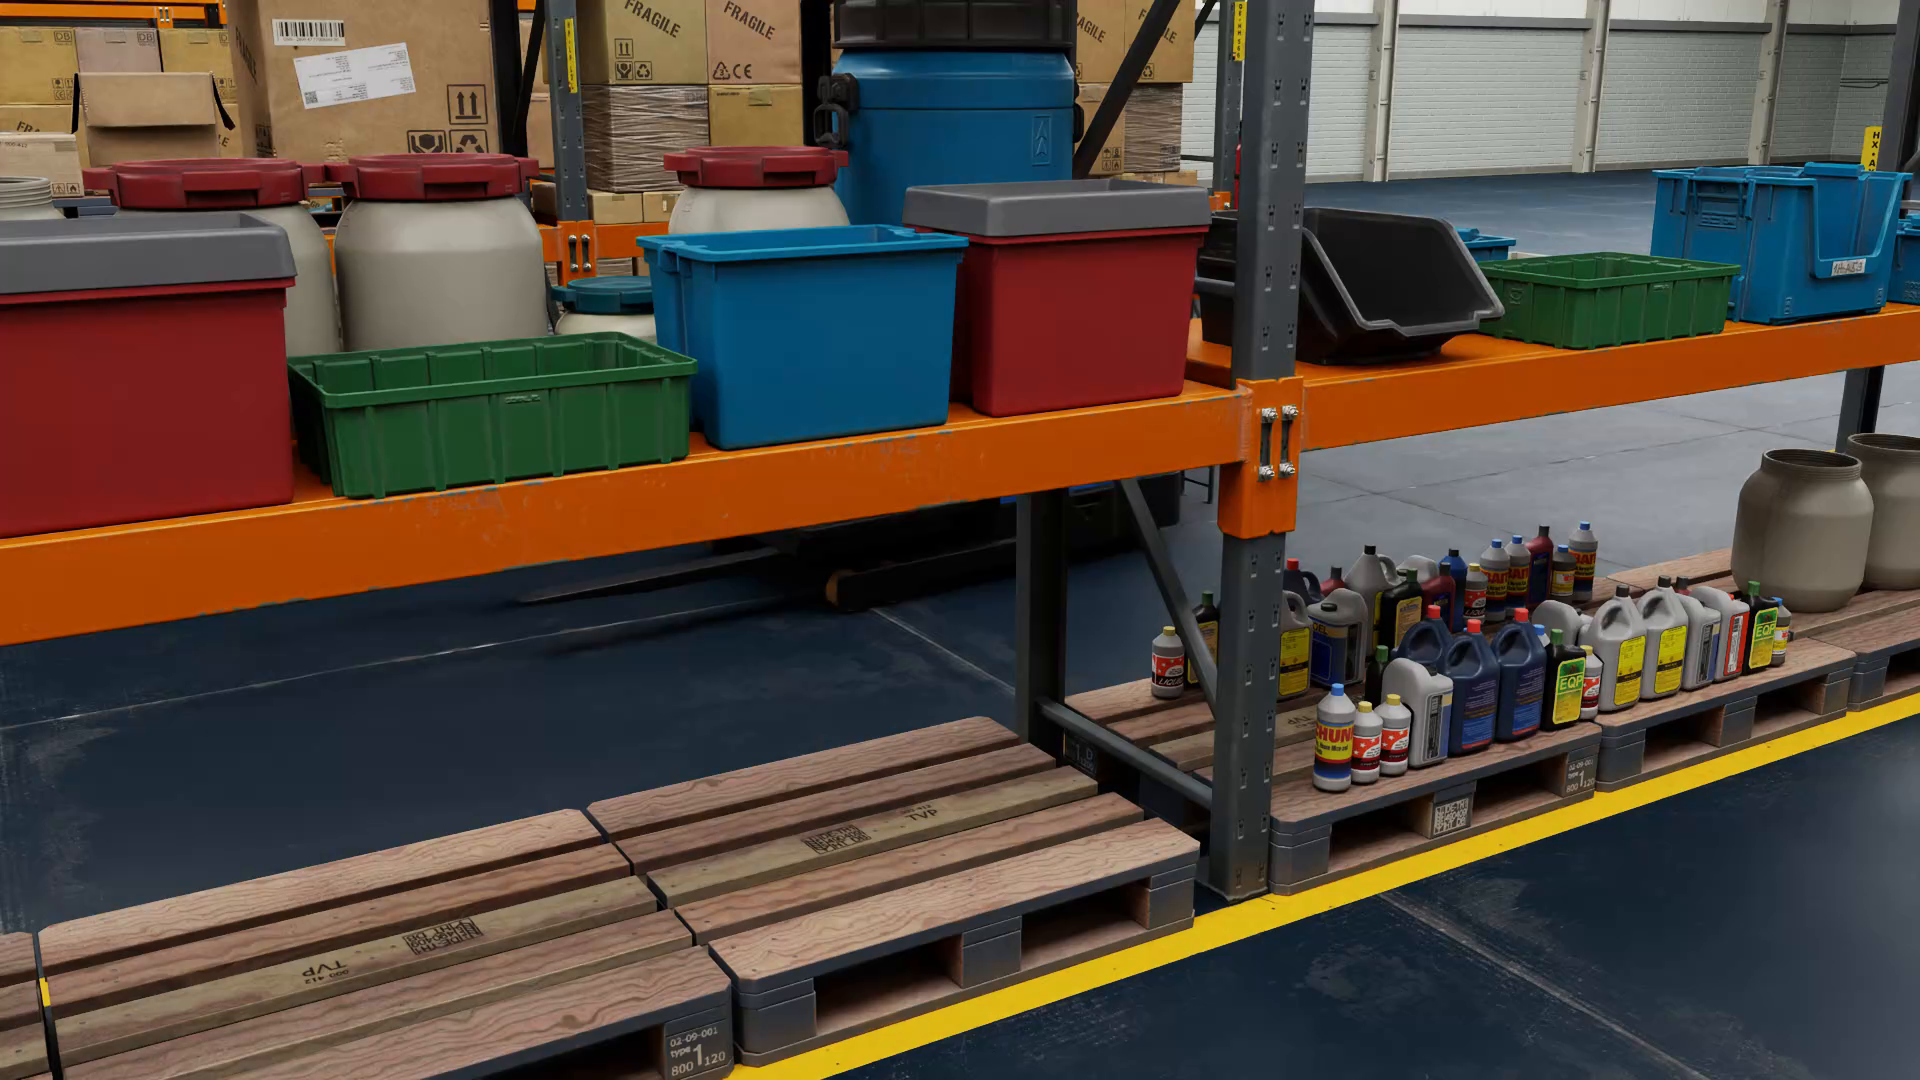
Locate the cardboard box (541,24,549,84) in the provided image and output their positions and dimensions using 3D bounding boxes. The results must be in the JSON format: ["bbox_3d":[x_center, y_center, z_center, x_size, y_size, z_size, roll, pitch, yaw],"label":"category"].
[{"bbox_3d":[-1.838,-2.600,8.540,0.500,0.500,0.500,-9,18,-30],"label":"cardboard box"}]

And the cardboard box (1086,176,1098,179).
[{"bbox_3d":[0.584,-2.037,9.583,0.250,0.149,0.380,-9,18,-30],"label":"cardboard box"}]

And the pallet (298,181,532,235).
[{"bbox_3d":[-2.812,-1.636,8.046,1.213,0.211,1.003,-9,18,-30],"label":"pallet"}]

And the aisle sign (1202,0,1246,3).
[{"bbox_3d":[1.554,-3.548,9.694,0.004,0.787,0.394,-9,18,-30],"label":"aisle sign"}]

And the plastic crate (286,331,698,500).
[{"bbox_3d":[-0.879,-0.246,3.123,0.662,0.188,0.450,-9,18,-30],"label":"plastic crate"}]

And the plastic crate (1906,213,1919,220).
[{"bbox_3d":[3.623,-1.001,5.699,0.616,0.251,0.499,-9,18,-30],"label":"plastic crate"}]

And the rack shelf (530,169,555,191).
[{"bbox_3d":[-2.835,-2.895,13.512,4.000,0.370,1.077,-9,18,-30],"label":"rack shelf"}]

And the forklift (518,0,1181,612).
[{"bbox_3d":[-0.505,-1.294,6.596,3.031,2.935,1.130,-11,19,-35],"label":"forklift"}]

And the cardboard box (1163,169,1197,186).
[{"bbox_3d":[1.209,-2.149,9.984,0.250,0.149,0.380,-9,18,-30],"label":"cardboard box"}]

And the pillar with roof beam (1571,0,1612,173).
[{"bbox_3d":[15.412,-11.139,30.474,0.400,9.000,9.100,-9,18,-30],"label":"pillar with roof beam"}]

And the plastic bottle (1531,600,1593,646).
[{"bbox_3d":[1.803,0.312,4.971,0.135,0.276,0.152,-9,18,-30],"label":"plastic bottle"}]

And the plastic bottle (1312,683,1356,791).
[{"bbox_3d":[0.968,0.504,4.296,0.097,0.271,0.097,0,16,0],"label":"plastic bottle"}]

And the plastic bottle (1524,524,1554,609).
[{"bbox_3d":[1.979,0.092,5.742,0.133,0.283,0.061,-9,18,-29],"label":"plastic bottle"}]

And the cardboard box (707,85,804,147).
[{"bbox_3d":[-1.218,-2.102,8.616,0.500,0.500,0.875,-9,18,-30],"label":"cardboard box"}]

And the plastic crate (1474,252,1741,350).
[{"bbox_3d":[1.778,-0.677,4.659,0.662,0.188,0.450,-9,18,-30],"label":"plastic crate"}]

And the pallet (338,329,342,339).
[{"bbox_3d":[-5.172,-1.496,12.354,1.213,0.211,1.003,-9,18,-30],"label":"pallet"}]

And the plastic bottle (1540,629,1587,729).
[{"bbox_3d":[1.699,0.385,4.697,0.133,0.283,0.061,-8,18,-27],"label":"plastic bottle"}]

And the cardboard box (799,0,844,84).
[{"bbox_3d":[-0.709,-2.617,8.600,0.500,0.500,0.500,-9,18,-30],"label":"cardboard box"}]

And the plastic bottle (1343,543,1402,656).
[{"bbox_3d":[1.314,0.180,5.301,0.185,0.351,0.144,-9,18,-30],"label":"plastic bottle"}]

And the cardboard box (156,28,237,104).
[{"bbox_3d":[-5.412,-3.350,11.766,0.500,0.500,0.700,-10,18,-31],"label":"cardboard box"}]

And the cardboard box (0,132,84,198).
[{"bbox_3d":[-3.956,-1.555,6.900,0.500,0.250,0.500,-10,18,-31],"label":"cardboard box"}]

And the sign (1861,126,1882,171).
[{"bbox_3d":[3.618,-1.473,6.593,0.005,0.325,0.100,-9,18,-30],"label":"sign"}]

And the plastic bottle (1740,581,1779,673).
[{"bbox_3d":[2.458,0.262,5.136,0.133,0.283,0.061,-9,18,-28],"label":"plastic bottle"}]

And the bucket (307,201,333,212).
[{"bbox_3d":[-5.621,-2.671,14.630,0.620,0.611,0.726,-13,17,-8],"label":"bucket"}]

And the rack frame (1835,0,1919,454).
[{"bbox_3d":[3.898,-1.211,6.174,0.127,3.000,1.000,-9,18,-30],"label":"rack frame"}]

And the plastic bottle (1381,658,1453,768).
[{"bbox_3d":[1.231,0.450,4.478,0.135,0.276,0.152,-8,18,-28],"label":"plastic bottle"}]

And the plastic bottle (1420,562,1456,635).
[{"bbox_3d":[1.510,0.216,5.300,0.133,0.283,0.061,-9,18,-30],"label":"plastic bottle"}]

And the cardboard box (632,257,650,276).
[{"bbox_3d":[-2.421,-2.466,13.807,0.875,0.875,0.875,-10,18,-31],"label":"cardboard box"}]

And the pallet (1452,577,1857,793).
[{"bbox_3d":[2.113,0.433,5.475,1.213,0.211,1.003,-9,18,-30],"label":"pallet"}]

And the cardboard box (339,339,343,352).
[{"bbox_3d":[-3.038,-0.667,8.049,0.500,0.500,0.700,-9,18,-30],"label":"cardboard box"}]

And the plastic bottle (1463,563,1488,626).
[{"bbox_3d":[1.718,0.179,5.582,0.097,0.201,0.097,0,16,0],"label":"plastic bottle"}]

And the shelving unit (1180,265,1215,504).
[{"bbox_3d":[0.954,-0.750,7.844,0.503,1.200,0.258,-8,18,-31],"label":"shelving unit"}]

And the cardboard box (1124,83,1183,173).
[{"bbox_3d":[0.861,-2.479,9.959,0.500,0.500,0.875,-9,18,-30],"label":"cardboard box"}]

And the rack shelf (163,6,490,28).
[{"bbox_3d":[-8.031,-6.618,21.237,4.000,0.370,1.077,-9,18,-30],"label":"rack shelf"}]

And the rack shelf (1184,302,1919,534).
[{"bbox_3d":[2.183,-0.587,5.280,4.000,0.370,1.077,-9,18,-30],"label":"rack shelf"}]

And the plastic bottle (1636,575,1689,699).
[{"bbox_3d":[2.060,0.281,4.943,0.185,0.351,0.144,-8,18,-27],"label":"plastic bottle"}]

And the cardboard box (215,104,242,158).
[{"bbox_3d":[-5.293,-2.807,11.679,0.500,0.500,0.500,-9,18,-30],"label":"cardboard box"}]

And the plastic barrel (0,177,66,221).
[{"bbox_3d":[-1.827,-0.404,3.087,0.421,0.512,0.421,0,16,0],"label":"plastic barrel"}]

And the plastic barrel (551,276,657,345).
[{"bbox_3d":[-0.745,-0.440,3.680,0.301,0.262,0.301,0,16,0],"label":"plastic barrel"}]

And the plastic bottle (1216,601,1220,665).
[{"bbox_3d":[0.872,0.252,5.046,0.185,0.351,0.144,-10,18,-31],"label":"plastic bottle"}]

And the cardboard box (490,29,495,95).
[{"bbox_3d":[-3.804,-3.702,12.780,0.550,0.550,0.875,-9,18,-30],"label":"cardboard box"}]

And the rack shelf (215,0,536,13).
[{"bbox_3d":[-5.471,-5.470,17.142,4.000,0.370,1.077,-9,18,-30],"label":"rack shelf"}]

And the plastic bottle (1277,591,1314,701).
[{"bbox_3d":[0.947,0.285,4.927,0.185,0.351,0.144,-9,18,-30],"label":"plastic bottle"}]

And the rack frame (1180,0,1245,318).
[{"bbox_3d":[1.347,-2.357,10.262,0.127,3.000,1.000,-9,18,-30],"label":"rack frame"}]

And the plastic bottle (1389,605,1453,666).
[{"bbox_3d":[1.300,0.359,4.666,0.185,0.351,0.144,-9,18,-30],"label":"plastic bottle"}]
